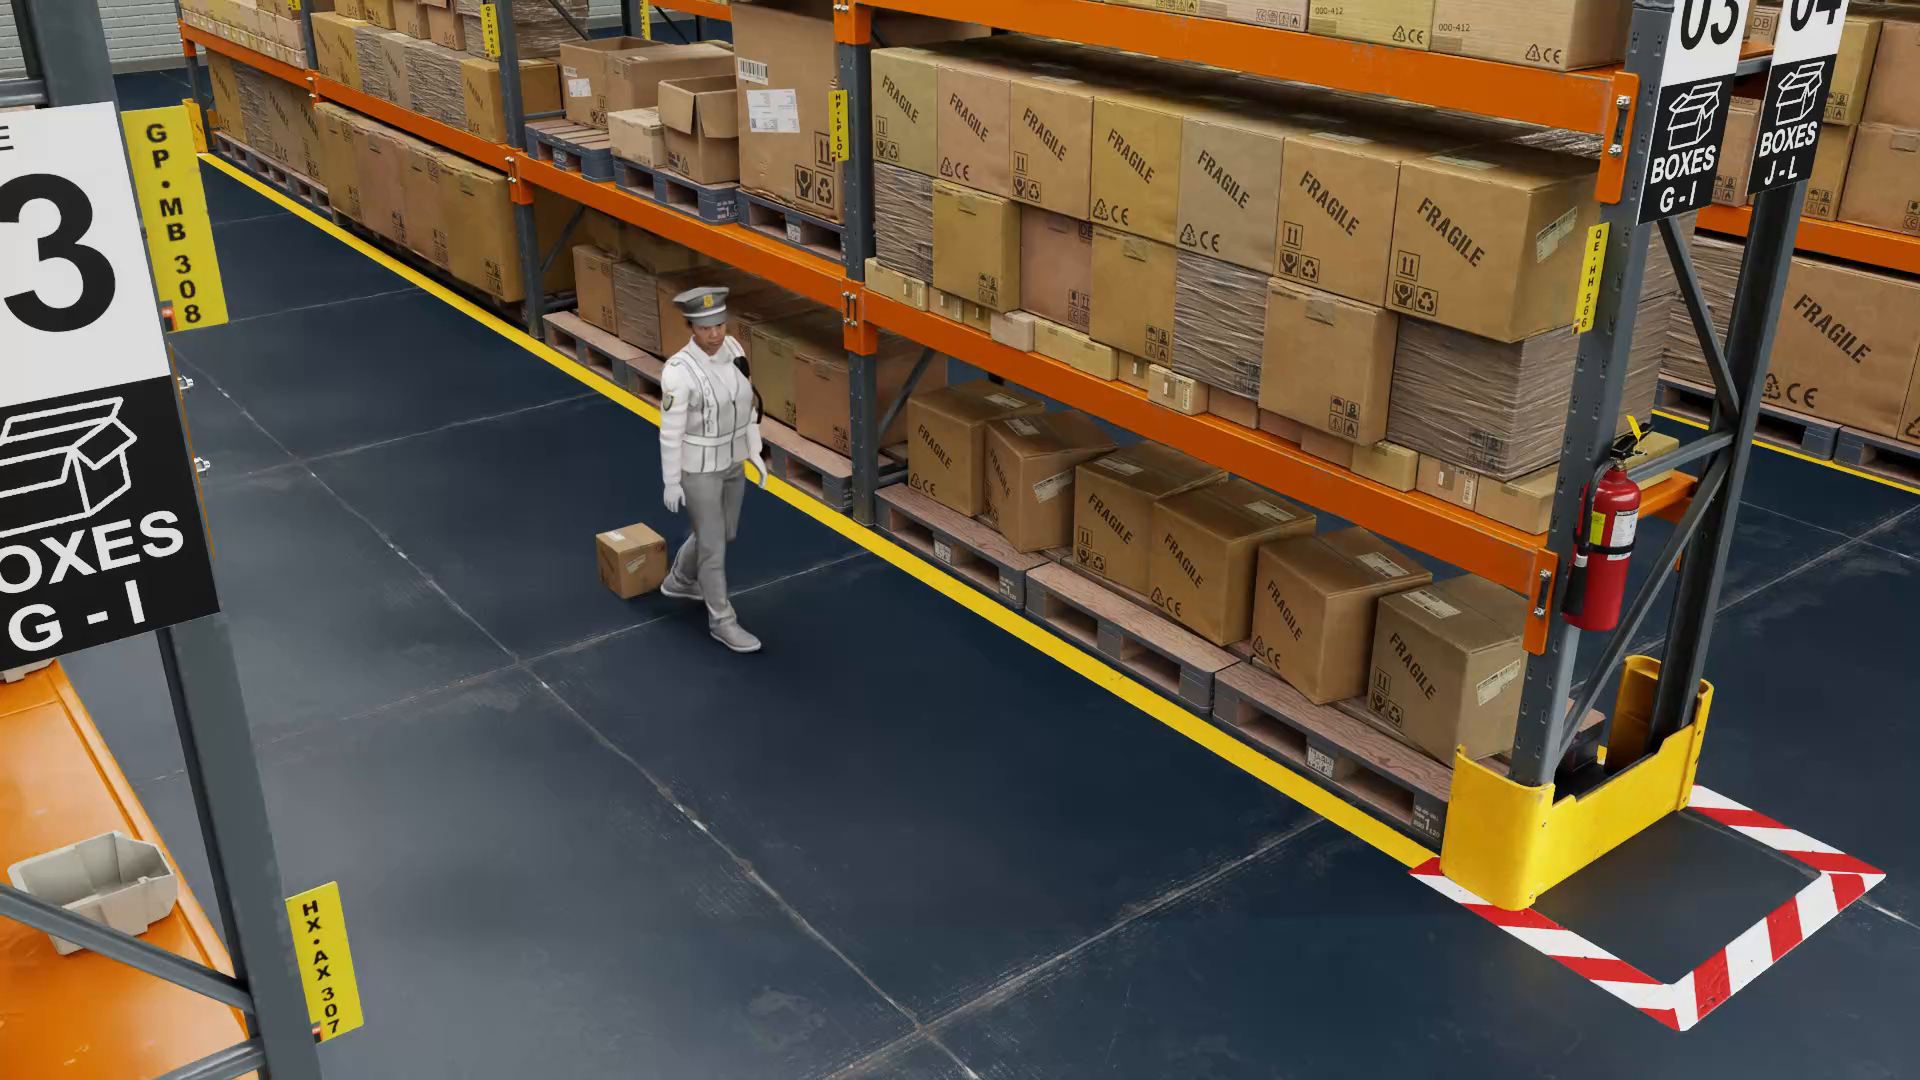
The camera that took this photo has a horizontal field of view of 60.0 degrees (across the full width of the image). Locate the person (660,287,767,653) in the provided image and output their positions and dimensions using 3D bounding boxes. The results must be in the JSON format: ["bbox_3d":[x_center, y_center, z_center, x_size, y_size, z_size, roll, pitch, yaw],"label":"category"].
[{"bbox_3d":[-1.147,-0.338,7.315,0.628,1.666,0.502,15,29,29],"label":"person"}]
